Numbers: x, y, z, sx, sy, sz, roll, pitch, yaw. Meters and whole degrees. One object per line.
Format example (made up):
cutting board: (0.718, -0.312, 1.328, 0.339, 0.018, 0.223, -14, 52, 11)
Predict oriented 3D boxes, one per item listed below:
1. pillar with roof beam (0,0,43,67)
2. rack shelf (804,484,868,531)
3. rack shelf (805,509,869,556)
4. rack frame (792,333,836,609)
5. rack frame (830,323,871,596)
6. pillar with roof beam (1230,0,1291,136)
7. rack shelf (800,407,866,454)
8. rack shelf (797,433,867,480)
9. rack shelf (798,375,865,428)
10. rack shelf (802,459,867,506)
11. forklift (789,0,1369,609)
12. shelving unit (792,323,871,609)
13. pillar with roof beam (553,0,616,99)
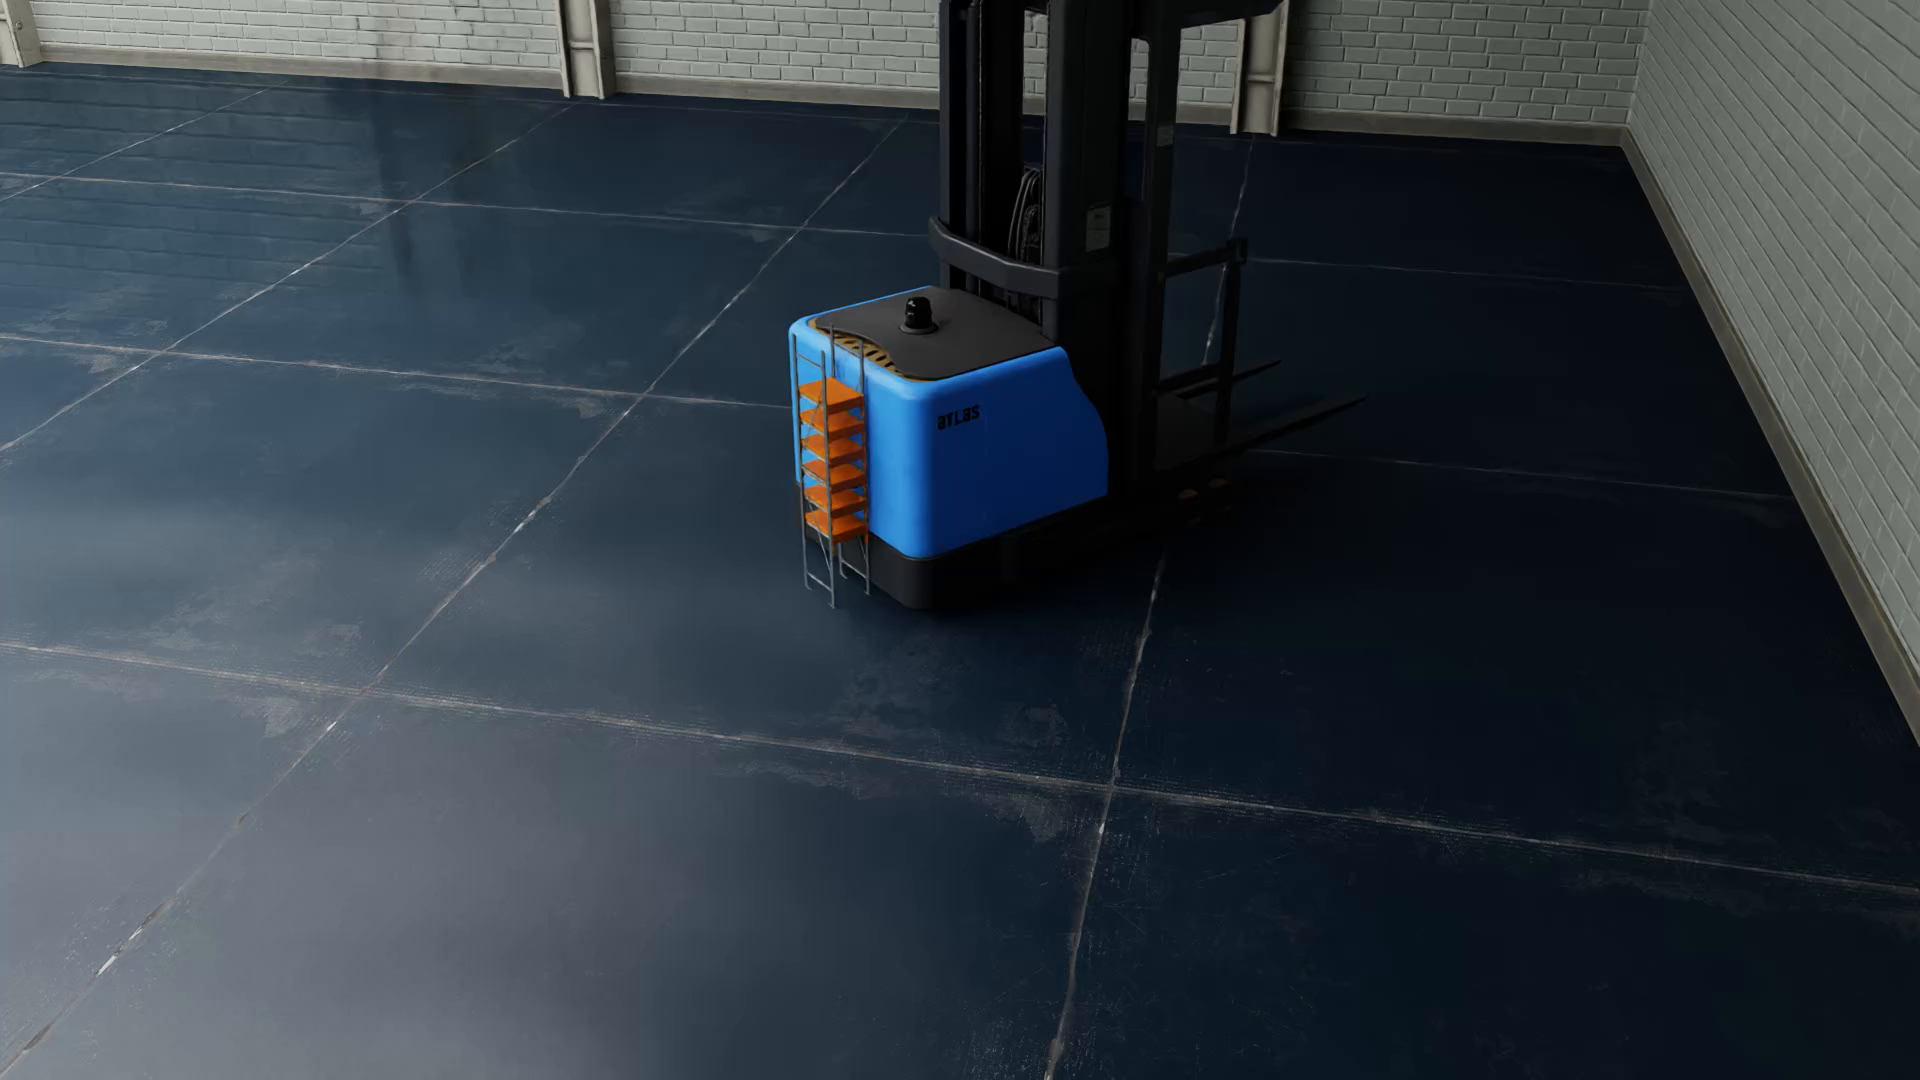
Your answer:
pillar with roof beam: (-10.137, -6.599, 10.433, 0.400, 9.000, 9.100, 6, 29, 11)
rack shelf: (-0.540, -0.155, 7.126, 0.180, 0.103, 0.258, -20, 34, -32)
rack shelf: (-0.540, -0.050, 7.184, 0.180, 0.103, 0.258, -20, 34, -32)
rack frame: (-0.613, -0.273, 6.999, 0.006, 1.200, 0.240, -20, 34, -32)
rack frame: (-0.466, -0.325, 7.095, 0.006, 1.200, 0.240, -20, 34, -32)
pillar with roof beam: (1.599, -5.396, 8.235, 0.400, 9.000, 9.100, 6, 29, 11)
rack shelf: (-0.540, -0.471, 6.953, 0.180, 0.103, 0.258, -20, 34, -32)
rack shelf: (-0.540, -0.365, 7.011, 0.180, 0.103, 0.258, -20, 34, -32)
rack shelf: (-0.540, -0.576, 6.896, 0.180, 0.103, 0.258, -20, 34, -32)
rack shelf: (-0.540, -0.260, 7.068, 0.180, 0.103, 0.258, -20, 34, -32)
forklift: (0.720, -1.543, 7.516, 3.031, 2.935, 1.130, -20, 34, -32)
shelving unit: (-0.540, -0.299, 7.047, 0.189, 1.200, 0.258, -20, 34, -32)
pillar with roof beam: (-4.269, -5.998, 9.334, 0.400, 9.000, 9.100, 6, 29, 11)
